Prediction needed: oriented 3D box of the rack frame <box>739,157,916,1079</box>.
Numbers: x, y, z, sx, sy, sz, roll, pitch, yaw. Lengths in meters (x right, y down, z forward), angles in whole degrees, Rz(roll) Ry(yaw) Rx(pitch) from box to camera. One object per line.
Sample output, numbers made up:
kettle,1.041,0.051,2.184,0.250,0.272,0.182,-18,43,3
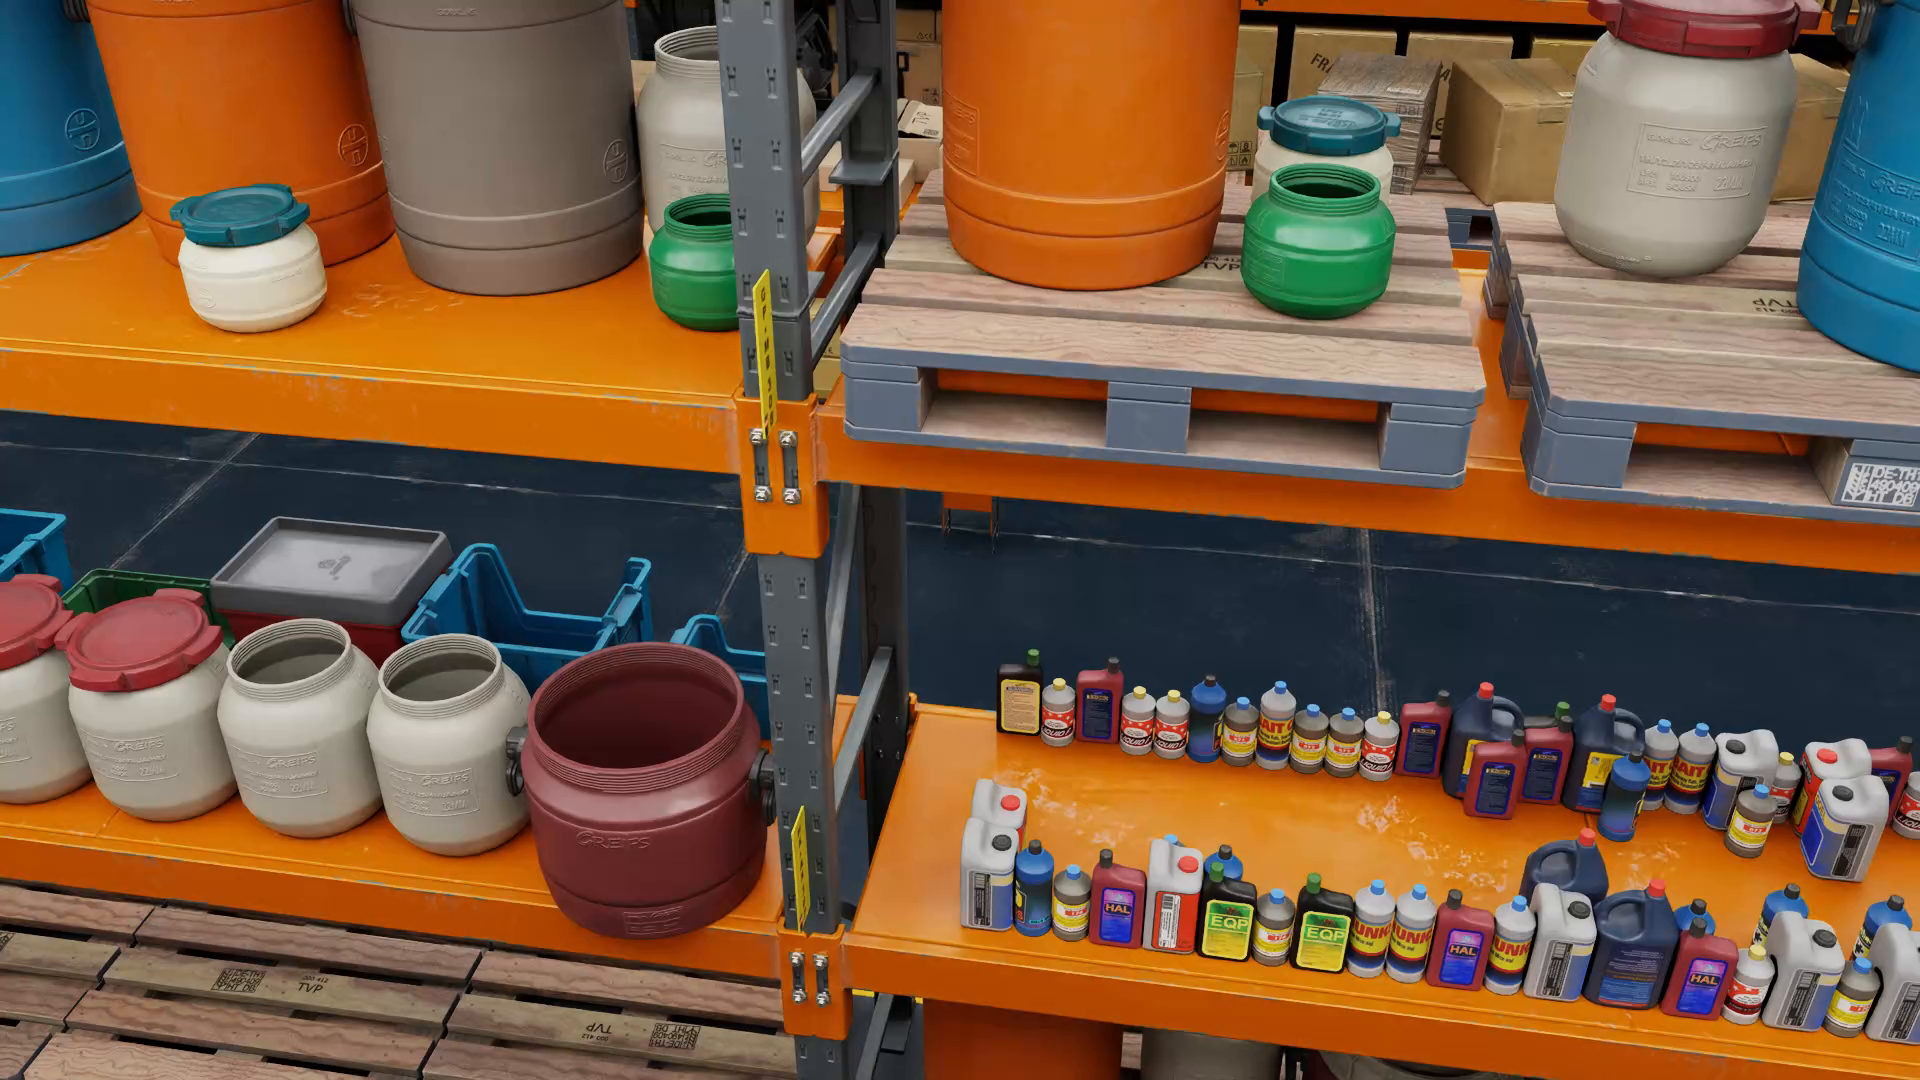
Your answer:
rack frame,-0.296,0.575,4.504,0.127,3.000,1.000,5,32,8

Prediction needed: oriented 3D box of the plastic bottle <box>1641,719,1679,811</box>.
plastic bottle,1.908,0.610,4.570,0.097,0.271,0.097,0,32,0

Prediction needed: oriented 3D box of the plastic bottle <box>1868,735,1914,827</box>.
plastic bottle,2.482,0.647,4.500,0.133,0.283,0.061,5,32,8

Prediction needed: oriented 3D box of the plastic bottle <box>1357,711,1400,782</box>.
plastic bottle,1.184,0.574,4.693,0.097,0.201,0.097,0,32,0

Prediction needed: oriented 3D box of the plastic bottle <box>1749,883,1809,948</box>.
plastic bottle,1.988,0.944,4.037,0.097,0.271,0.097,0,32,0

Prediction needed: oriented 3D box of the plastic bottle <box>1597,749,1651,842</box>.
plastic bottle,1.787,0.676,4.464,0.097,0.271,0.097,0,32,0

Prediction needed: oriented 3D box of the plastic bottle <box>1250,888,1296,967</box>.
plastic bottle,0.773,0.945,4.100,0.097,0.201,0.097,0,32,0

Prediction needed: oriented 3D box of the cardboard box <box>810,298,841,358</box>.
cardboard box,-0.530,-1.226,9.049,0.500,0.311,0.500,5,32,7

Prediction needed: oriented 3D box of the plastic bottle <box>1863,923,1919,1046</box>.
plastic bottle,2.214,1.029,3.895,0.135,0.276,0.152,5,32,8

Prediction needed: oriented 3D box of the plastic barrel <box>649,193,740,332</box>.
plastic barrel,-0.548,-0.626,3.741,0.294,0.245,0.294,0,32,0

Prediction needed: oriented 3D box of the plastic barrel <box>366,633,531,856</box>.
plastic barrel,-1.346,0.548,4.442,0.421,0.512,0.421,0,32,0

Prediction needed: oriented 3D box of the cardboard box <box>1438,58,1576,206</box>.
cardboard box,2.732,-2.004,8.134,0.500,0.500,0.700,-3,32,-4

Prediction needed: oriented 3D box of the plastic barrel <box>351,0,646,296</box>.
plastic barrel,-1.069,-1.095,3.873,0.600,0.901,0.600,0,32,0

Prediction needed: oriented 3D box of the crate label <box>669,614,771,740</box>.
crate label,-0.648,0.413,4.921,0.416,0.233,0.303,5,32,8

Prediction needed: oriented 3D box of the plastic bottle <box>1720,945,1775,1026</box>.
plastic bottle,1.866,1.044,3.942,0.097,0.201,0.097,0,32,0

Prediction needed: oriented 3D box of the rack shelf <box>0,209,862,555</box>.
rack shelf,-2.268,-0.570,4.184,4.000,0.370,1.077,5,32,8

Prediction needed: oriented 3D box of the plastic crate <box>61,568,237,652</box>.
plastic crate,-2.475,0.316,5.118,0.662,0.188,0.450,5,32,8

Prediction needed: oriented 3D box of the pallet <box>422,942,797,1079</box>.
pallet,-1.053,1.668,5.386,1.213,0.211,1.003,5,32,8

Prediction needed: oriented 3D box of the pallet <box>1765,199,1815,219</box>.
pallet,3.714,-1.705,8.328,1.213,0.211,1.003,5,32,8

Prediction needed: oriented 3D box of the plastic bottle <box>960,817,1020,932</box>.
plastic bottle,0.076,0.836,4.205,0.135,0.276,0.152,5,32,8

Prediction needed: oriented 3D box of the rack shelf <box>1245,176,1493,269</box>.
rack shelf,2.512,-1.531,8.548,4.000,0.370,1.077,5,32,8

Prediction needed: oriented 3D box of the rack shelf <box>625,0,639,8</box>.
rack shelf,-0.601,-4.480,13.258,4.000,0.370,1.077,5,32,8

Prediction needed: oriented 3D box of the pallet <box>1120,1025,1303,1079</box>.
pallet,0.488,1.806,5.166,1.213,0.211,1.003,5,32,8

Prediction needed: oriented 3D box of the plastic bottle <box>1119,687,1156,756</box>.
plastic bottle,0.512,0.513,4.790,0.097,0.201,0.097,0,32,0

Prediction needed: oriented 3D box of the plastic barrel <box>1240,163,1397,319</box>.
plastic barrel,0.710,-0.593,3.294,0.294,0.245,0.294,0,32,0

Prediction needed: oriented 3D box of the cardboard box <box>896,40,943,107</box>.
cardboard box,-0.331,-3.906,13.605,0.500,0.500,0.700,5,32,8

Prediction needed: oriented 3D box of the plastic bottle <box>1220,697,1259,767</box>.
plastic bottle,0.800,0.539,4.749,0.097,0.201,0.097,0,32,0

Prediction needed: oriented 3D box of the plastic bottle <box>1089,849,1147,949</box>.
plastic bottle,0.392,0.886,4.118,0.133,0.283,0.061,5,32,8

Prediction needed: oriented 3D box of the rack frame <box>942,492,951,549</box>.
rack frame,-0.068,-0.451,7.981,0.008,1.050,0.200,5,32,8

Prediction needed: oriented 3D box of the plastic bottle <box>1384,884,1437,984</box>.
plastic bottle,1.097,0.945,4.035,0.097,0.271,0.097,0,32,0

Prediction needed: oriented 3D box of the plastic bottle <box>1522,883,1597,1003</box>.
plastic bottle,1.443,0.959,4.007,0.135,0.276,0.152,5,32,8

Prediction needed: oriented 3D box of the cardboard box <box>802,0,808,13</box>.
cardboard box,-1.409,-4.313,13.549,0.500,0.250,0.500,5,32,7

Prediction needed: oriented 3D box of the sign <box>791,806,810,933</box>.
sign,-0.382,0.795,4.000,0.005,0.325,0.100,5,32,8

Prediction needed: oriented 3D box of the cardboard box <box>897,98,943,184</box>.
cardboard box,-0.308,-2.158,8.955,0.500,0.311,0.500,5,32,8

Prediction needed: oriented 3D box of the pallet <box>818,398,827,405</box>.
pallet,-0.264,-0.927,9.532,1.213,0.211,1.003,5,32,8

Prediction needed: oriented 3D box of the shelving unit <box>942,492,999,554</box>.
shelving unit,0.053,-0.440,7.964,0.252,1.050,0.215,5,32,8

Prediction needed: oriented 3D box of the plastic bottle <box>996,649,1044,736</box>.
plastic bottle,0.174,0.438,4.833,0.133,0.283,0.061,5,32,8

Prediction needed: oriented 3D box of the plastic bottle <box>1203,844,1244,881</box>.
plastic bottle,0.652,0.872,4.151,0.097,0.271,0.097,0,32,0

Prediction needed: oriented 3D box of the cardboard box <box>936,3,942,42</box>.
cardboard box,0.101,-4.172,13.322,0.500,0.250,0.500,6,33,9

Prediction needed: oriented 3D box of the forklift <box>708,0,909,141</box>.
forklift,-0.732,-3.005,10.288,3.031,2.935,1.130,5,32,8

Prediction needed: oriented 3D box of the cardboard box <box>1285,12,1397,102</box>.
cardboard box,2.936,-3.657,12.896,0.750,0.750,0.750,5,32,8

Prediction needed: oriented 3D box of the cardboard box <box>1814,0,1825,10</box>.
cardboard box,5.845,-4.319,12.041,0.700,0.700,0.980,6,32,9

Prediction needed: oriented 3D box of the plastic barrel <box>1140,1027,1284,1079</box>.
plastic barrel,0.760,1.490,4.991,0.421,0.512,0.421,0,32,0

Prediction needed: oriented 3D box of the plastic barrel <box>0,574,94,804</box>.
plastic barrel,-2.610,0.426,4.614,0.433,0.535,0.433,0,32,0

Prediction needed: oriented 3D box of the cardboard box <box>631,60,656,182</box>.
cardboard box,-1.635,-2.246,8.916,0.500,0.500,0.500,5,32,8

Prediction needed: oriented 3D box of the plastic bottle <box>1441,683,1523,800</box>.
plastic bottle,1.451,0.547,4.595,0.185,0.351,0.144,5,32,8

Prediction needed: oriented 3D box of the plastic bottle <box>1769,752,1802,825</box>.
plastic bottle,2.232,0.669,4.542,0.097,0.201,0.097,0,32,0
